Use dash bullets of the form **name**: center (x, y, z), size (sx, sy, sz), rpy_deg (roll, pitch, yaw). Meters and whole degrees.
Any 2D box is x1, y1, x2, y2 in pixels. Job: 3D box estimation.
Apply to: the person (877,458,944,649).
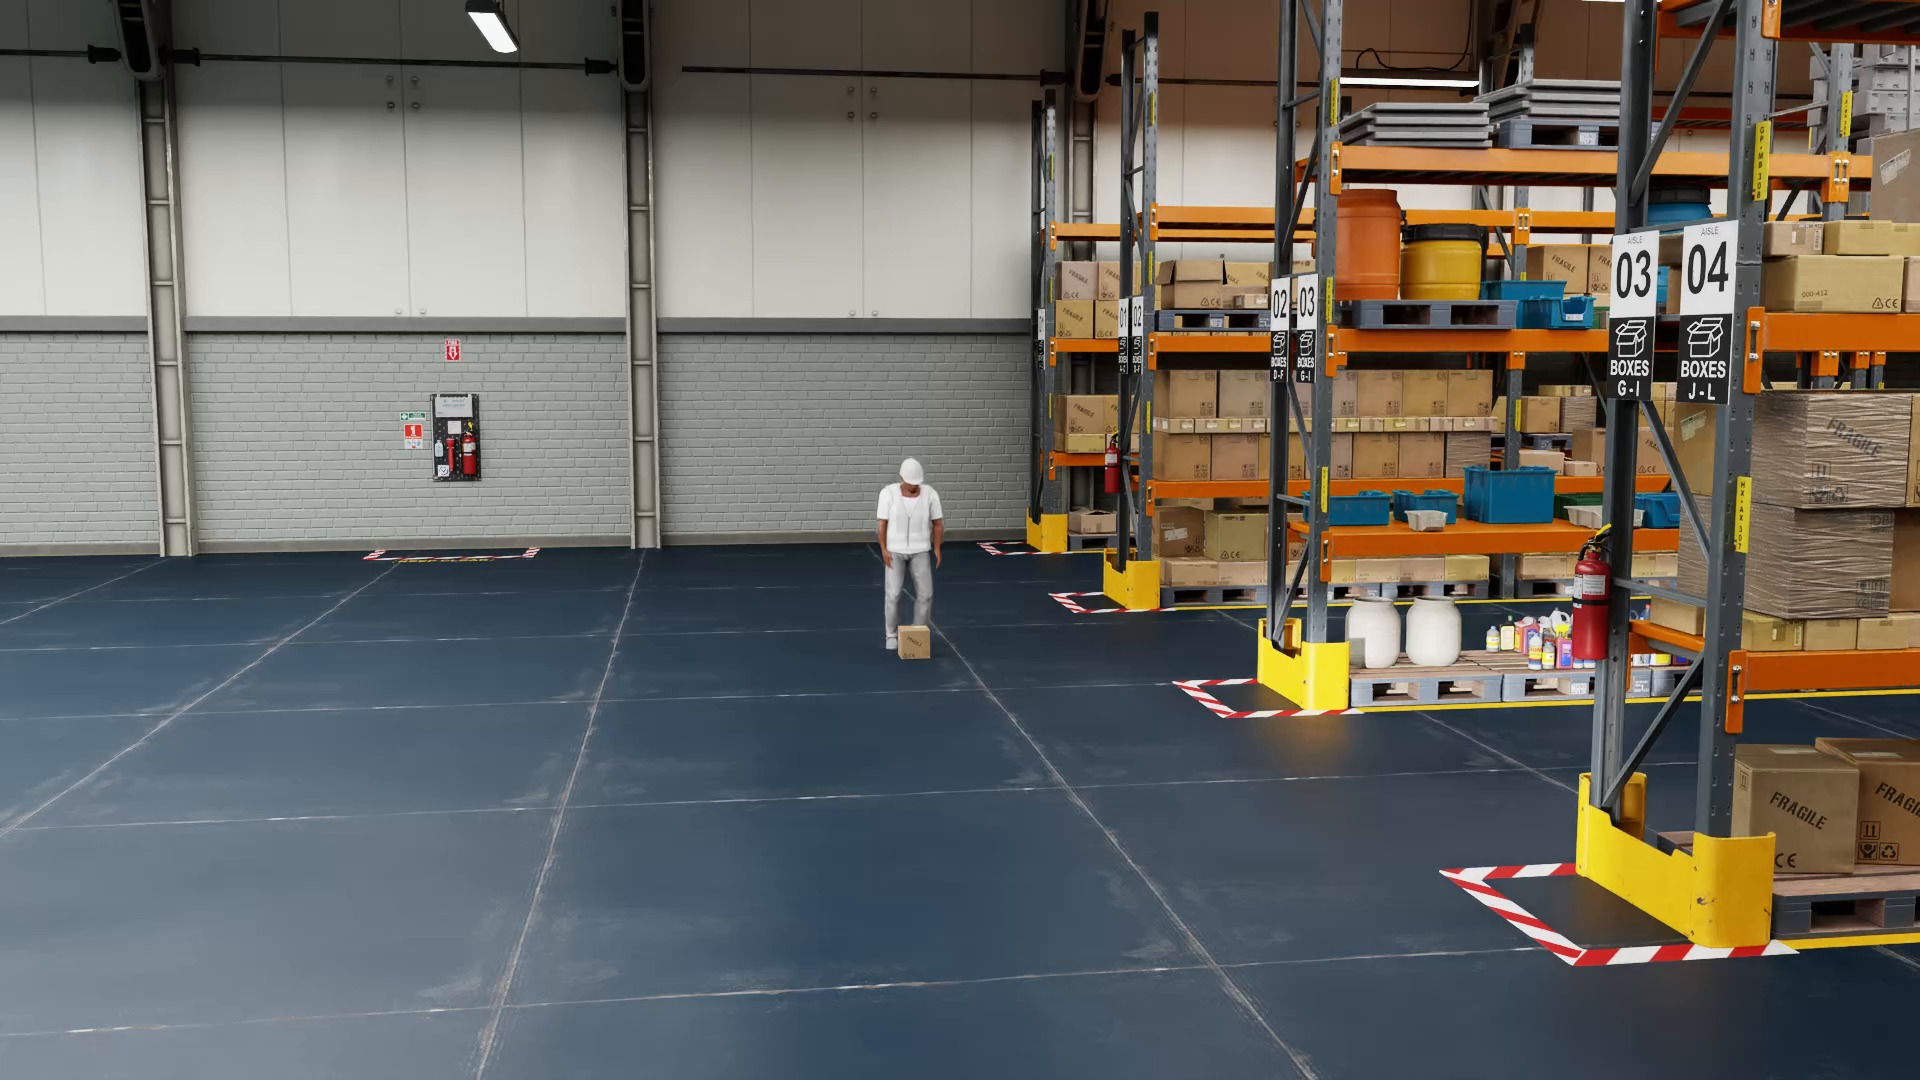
- **person**: center (-0.442, 0.116, 14.856), size (0.595, 1.708, 0.472), rpy_deg (-1, 6, -7)
